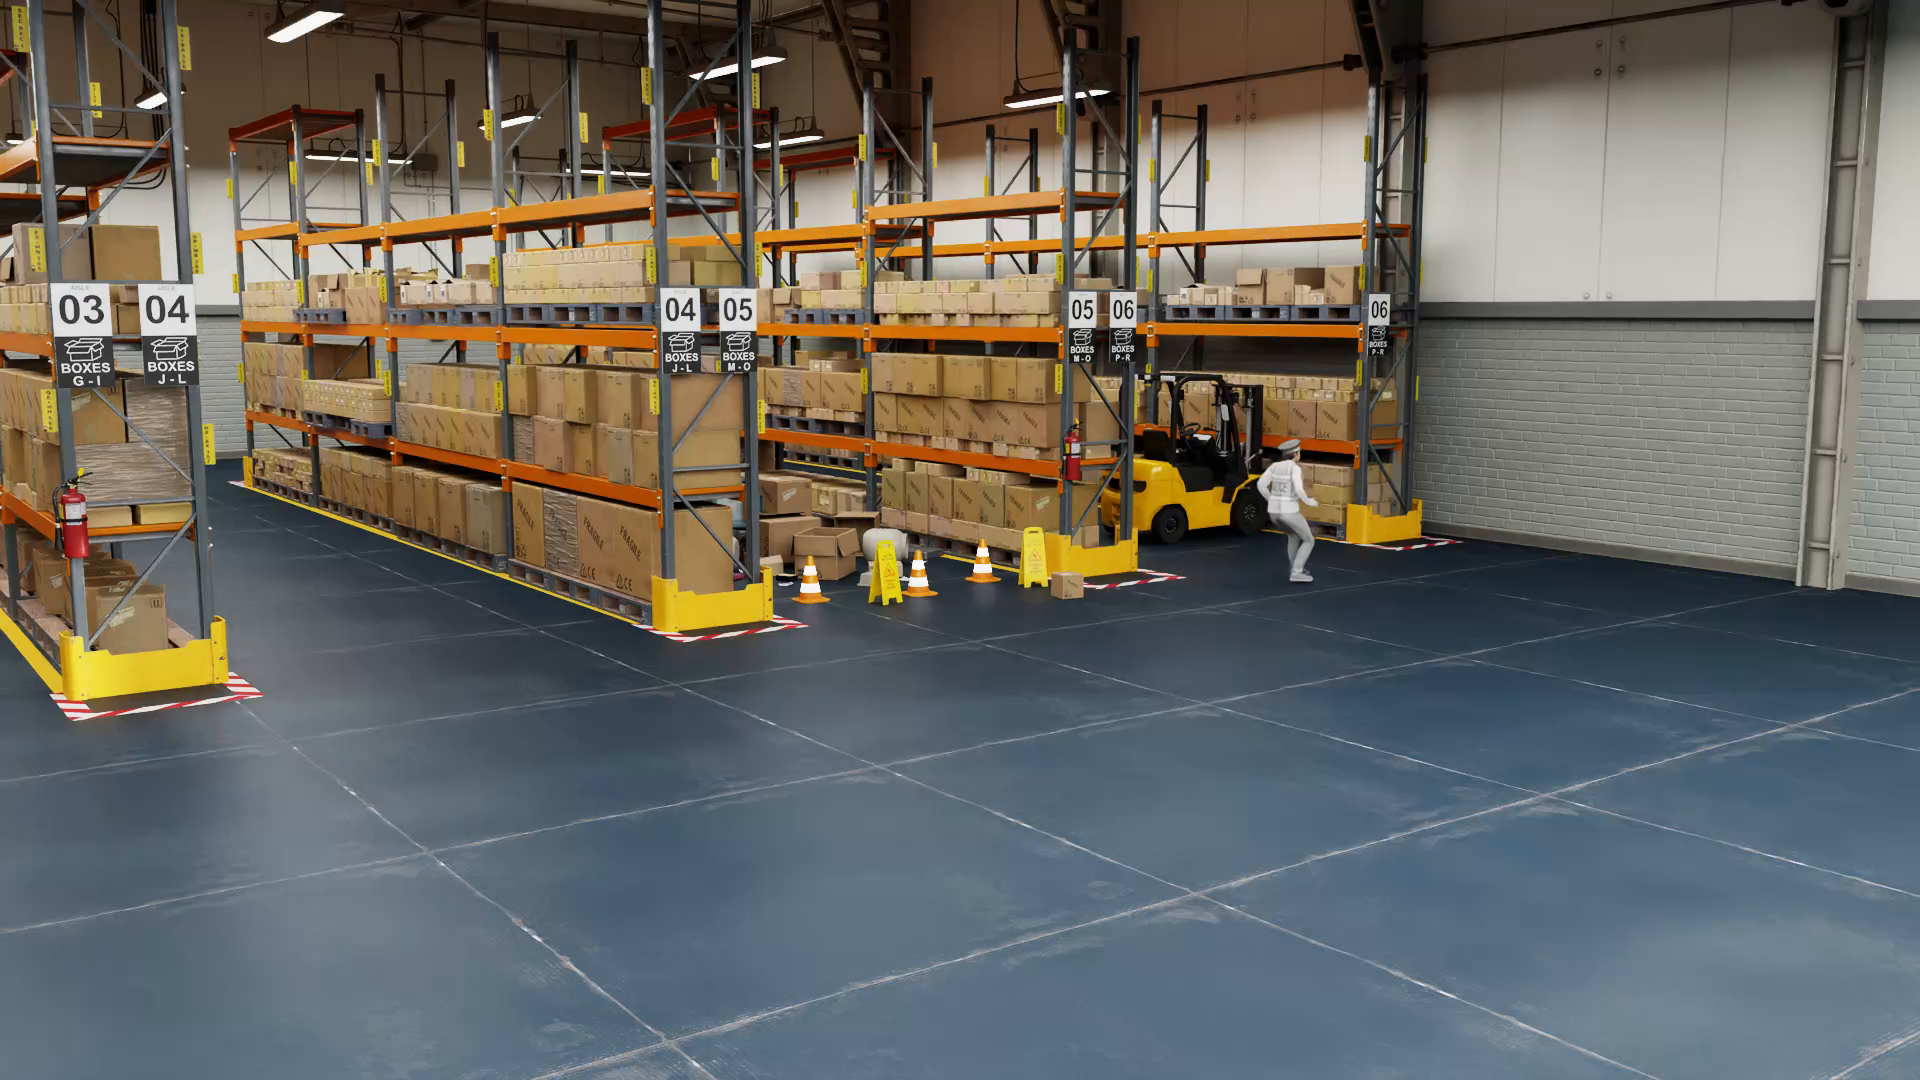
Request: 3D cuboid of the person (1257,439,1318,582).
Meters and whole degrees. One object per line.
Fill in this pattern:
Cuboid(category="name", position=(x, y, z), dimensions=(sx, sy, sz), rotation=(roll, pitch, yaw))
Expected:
Cuboid(category="person", position=(3.765, -0.328, 18.493), dimensions=(0.757, 1.597, 0.687), rotation=(-5, 9, -31))
